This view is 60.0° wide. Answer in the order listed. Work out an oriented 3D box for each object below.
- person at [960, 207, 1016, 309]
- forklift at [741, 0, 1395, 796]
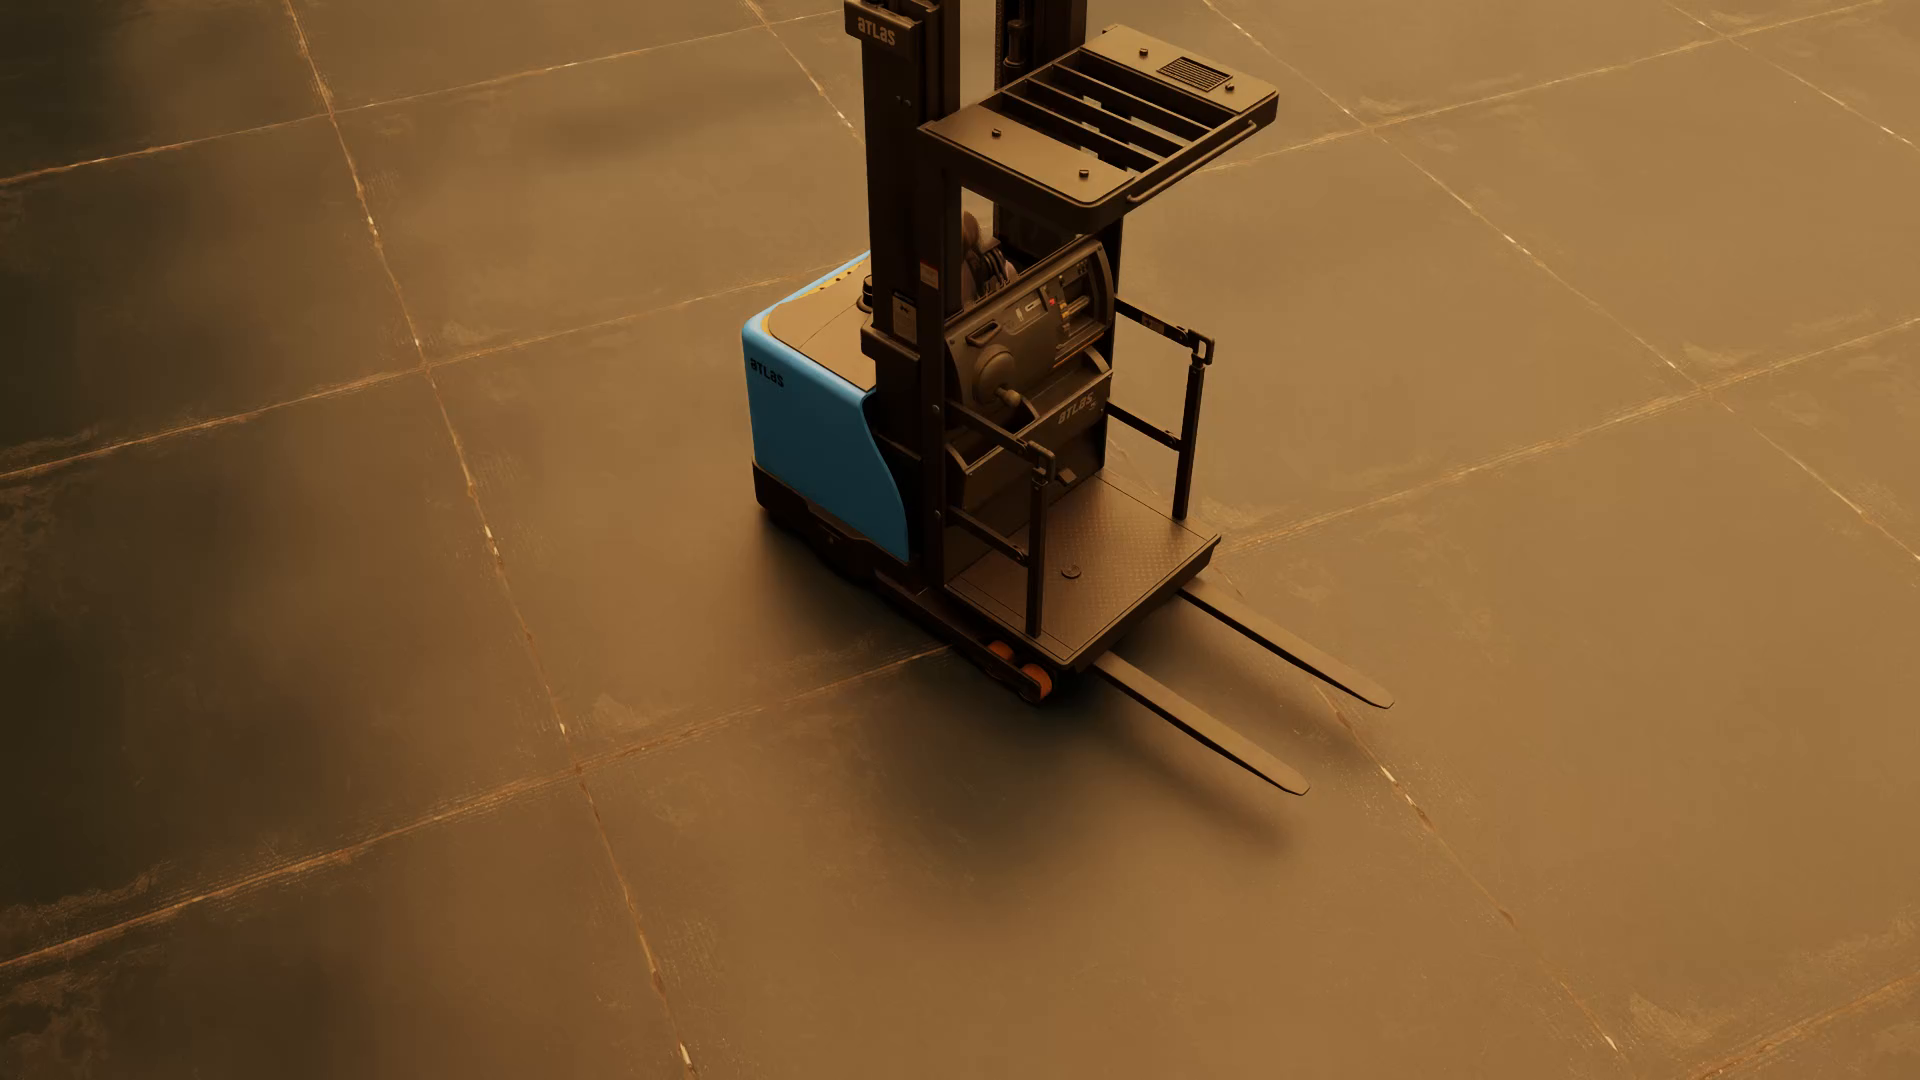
[{"bbox_3d":[-0.016,-0.779,7.217,0.593,1.643,0.484,-18,46,-18],"label":"person"},{"bbox_3d":[0.445,-0.788,6.525,3.031,2.935,1.130,32,52,30],"label":"forklift"}]
